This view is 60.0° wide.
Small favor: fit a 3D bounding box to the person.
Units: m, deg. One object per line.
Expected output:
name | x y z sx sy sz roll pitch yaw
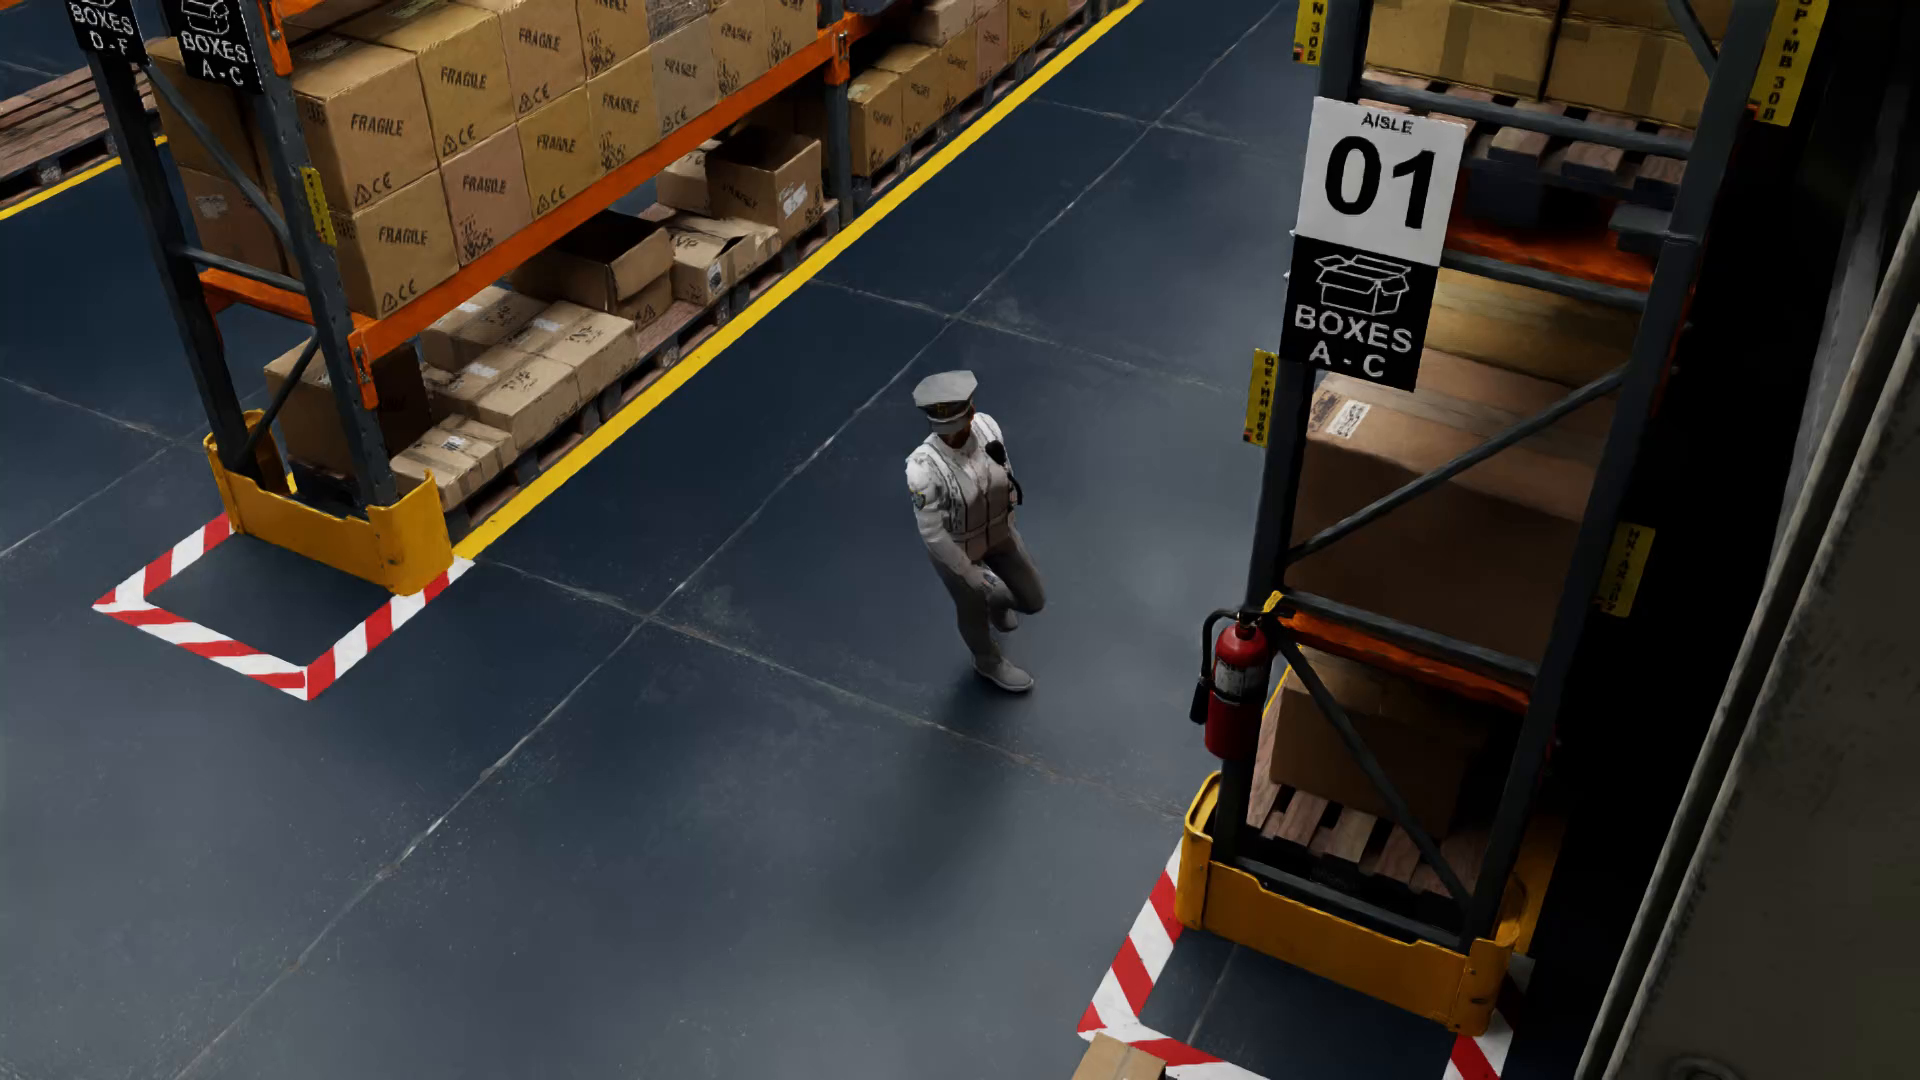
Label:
person | 0.083 -0.017 6.667 0.665 1.631 0.455 -28 46 -31
